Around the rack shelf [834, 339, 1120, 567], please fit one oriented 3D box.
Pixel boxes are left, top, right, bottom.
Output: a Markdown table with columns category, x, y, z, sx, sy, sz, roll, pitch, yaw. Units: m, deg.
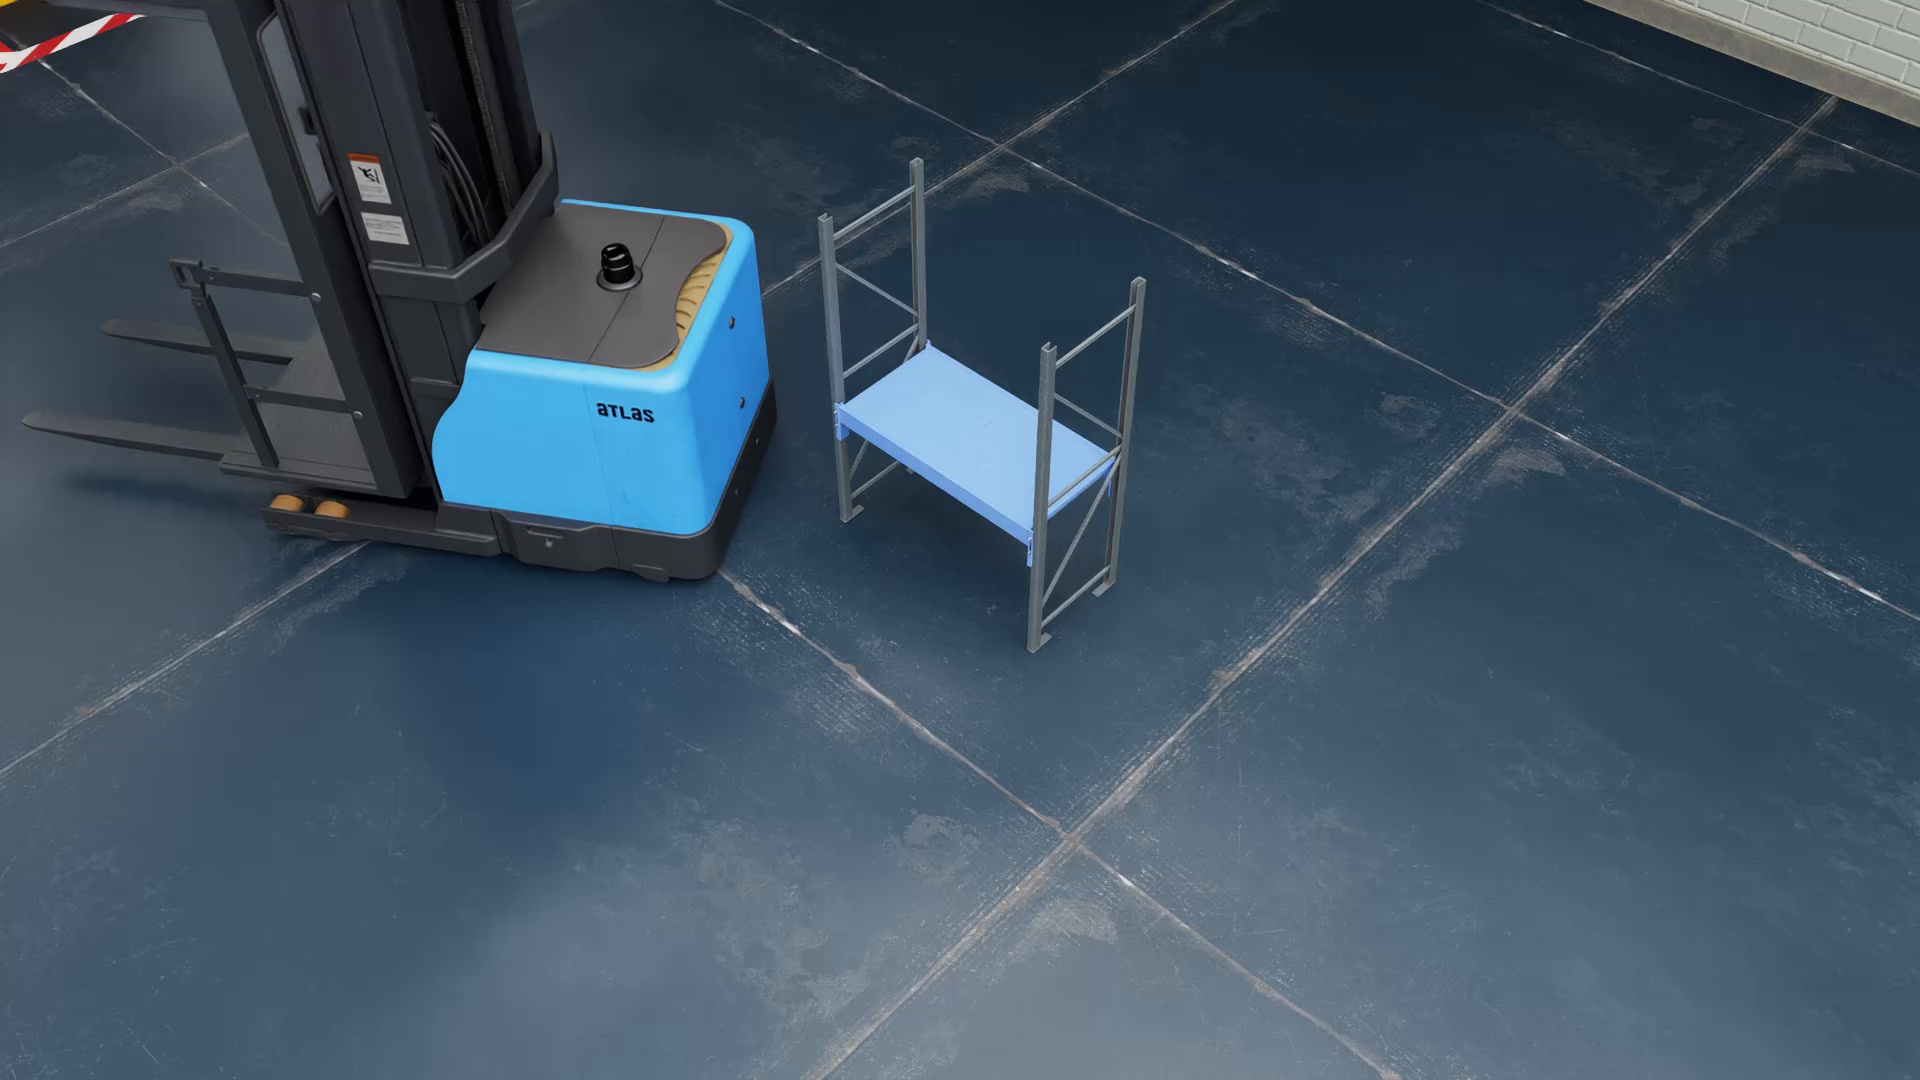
| category | x | y | z | sx | sy | sz | roll | pitch | yaw |
| --- | --- | --- | --- | --- | --- | --- | --- | --- | --- |
| rack shelf | 0.063 | -0.348 | 6.295 | 1.000 | 0.185 | 0.538 | 34 | 55 | 28 |

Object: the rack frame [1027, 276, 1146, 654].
| category | x | y | z | sx | sy | sz | roll | pitch | yaw |
| --- | --- | --- | --- | --- | --- | --- | --- | --- | --- |
| rack frame | 0.436 | -0.220 | 5.928 | 0.032 | 1.500 | 0.500 | 34 | 55 | 28 |

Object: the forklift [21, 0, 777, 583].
| category | x | y | z | sx | sy | sz | roll | pitch | yaw |
| --- | --- | --- | --- | --- | --- | --- | --- | --- | --- |
| forklift | -2.353 | -1.370 | 6.025 | 3.031 | 2.935 | 1.130 | 8 | 47 | 7 |

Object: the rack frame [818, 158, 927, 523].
| category | x | y | z | sx | sy | sz | roll | pitch | yaw |
| --- | --- | --- | --- | --- | --- | --- | --- | --- | --- |
| rack frame | -0.311 | -0.723 | 6.400 | 0.032 | 1.500 | 0.500 | 34 | 55 | 28 |

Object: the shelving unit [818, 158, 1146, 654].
| category | x | y | z | sx | sy | sz | roll | pitch | yaw |
| --- | --- | --- | --- | --- | --- | --- | --- | --- | --- |
| shelving unit | 0.063 | -0.471 | 6.164 | 1.048 | 1.500 | 0.538 | 34 | 55 | 28 |
